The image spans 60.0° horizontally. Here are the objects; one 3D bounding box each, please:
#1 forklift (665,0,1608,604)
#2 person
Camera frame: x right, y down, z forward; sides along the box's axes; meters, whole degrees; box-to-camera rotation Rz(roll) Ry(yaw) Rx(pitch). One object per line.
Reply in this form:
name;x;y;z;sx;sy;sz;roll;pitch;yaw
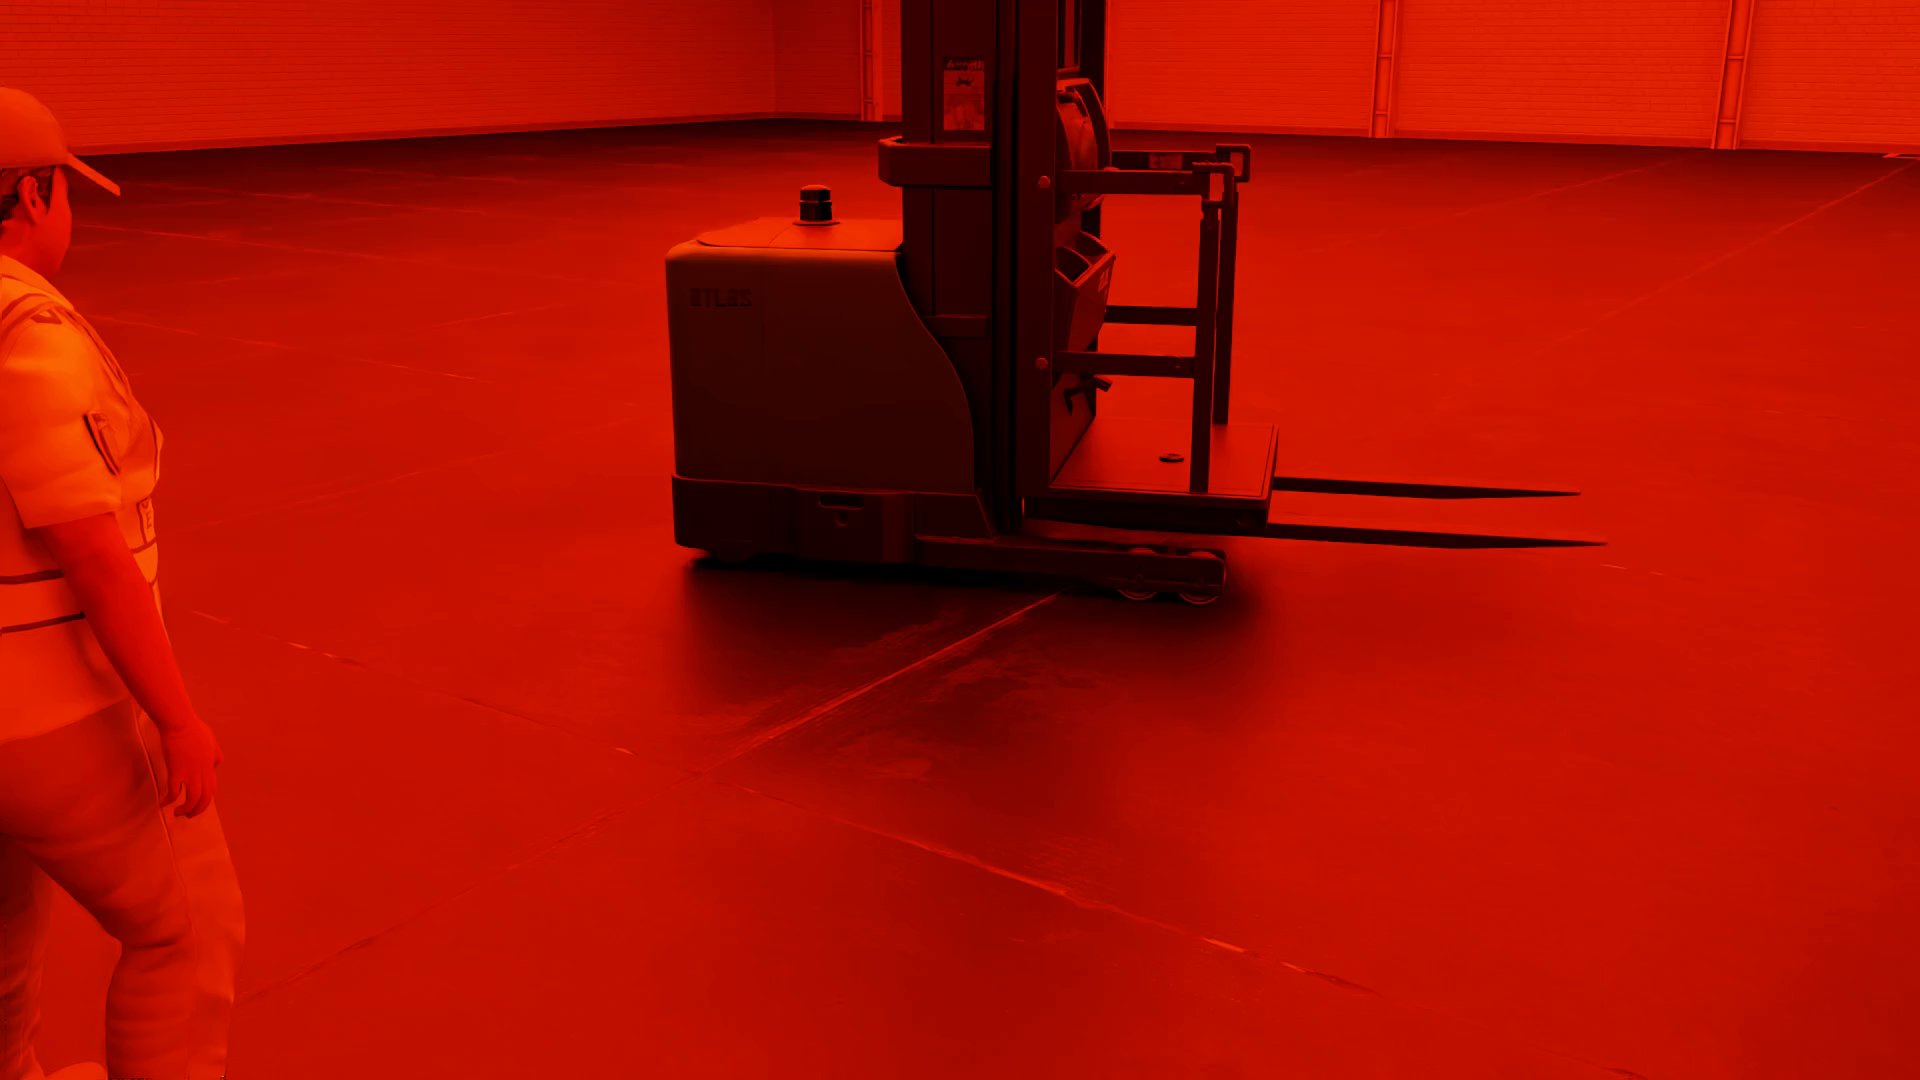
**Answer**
forklift;0.595;-1.367;5.404;3.031;2.935;1.130;4;17;12
person;-1.291;0.213;2.345;0.619;1.671;0.489;8;18;25
